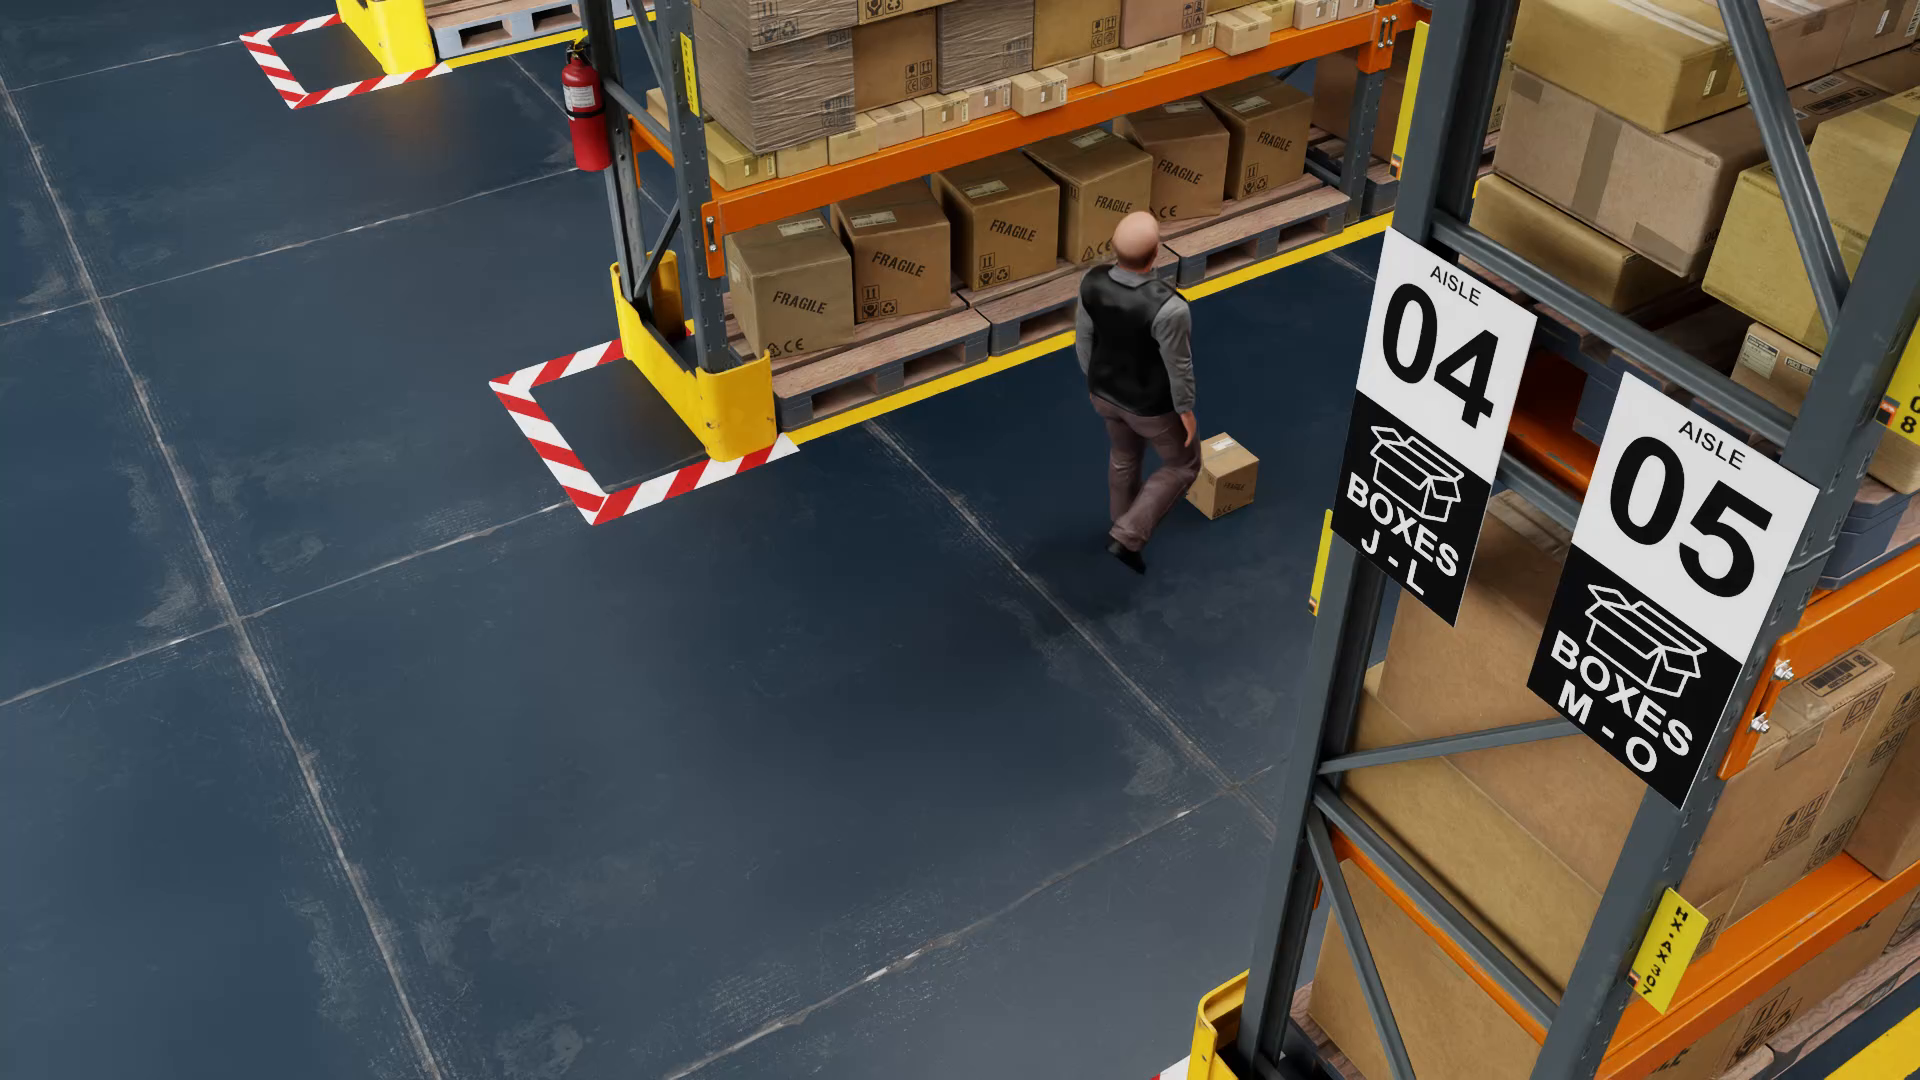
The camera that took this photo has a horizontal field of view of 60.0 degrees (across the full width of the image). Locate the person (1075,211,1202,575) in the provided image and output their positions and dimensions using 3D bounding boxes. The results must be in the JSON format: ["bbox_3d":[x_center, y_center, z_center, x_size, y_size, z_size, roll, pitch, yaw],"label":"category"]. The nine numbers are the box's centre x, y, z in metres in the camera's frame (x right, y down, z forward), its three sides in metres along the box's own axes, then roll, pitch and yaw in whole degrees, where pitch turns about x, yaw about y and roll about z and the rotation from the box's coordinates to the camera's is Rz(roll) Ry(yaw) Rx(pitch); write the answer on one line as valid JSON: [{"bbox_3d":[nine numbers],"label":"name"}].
[{"bbox_3d":[0.753,-0.615,6.864,0.564,1.709,0.660,30,49,30],"label":"person"}]
